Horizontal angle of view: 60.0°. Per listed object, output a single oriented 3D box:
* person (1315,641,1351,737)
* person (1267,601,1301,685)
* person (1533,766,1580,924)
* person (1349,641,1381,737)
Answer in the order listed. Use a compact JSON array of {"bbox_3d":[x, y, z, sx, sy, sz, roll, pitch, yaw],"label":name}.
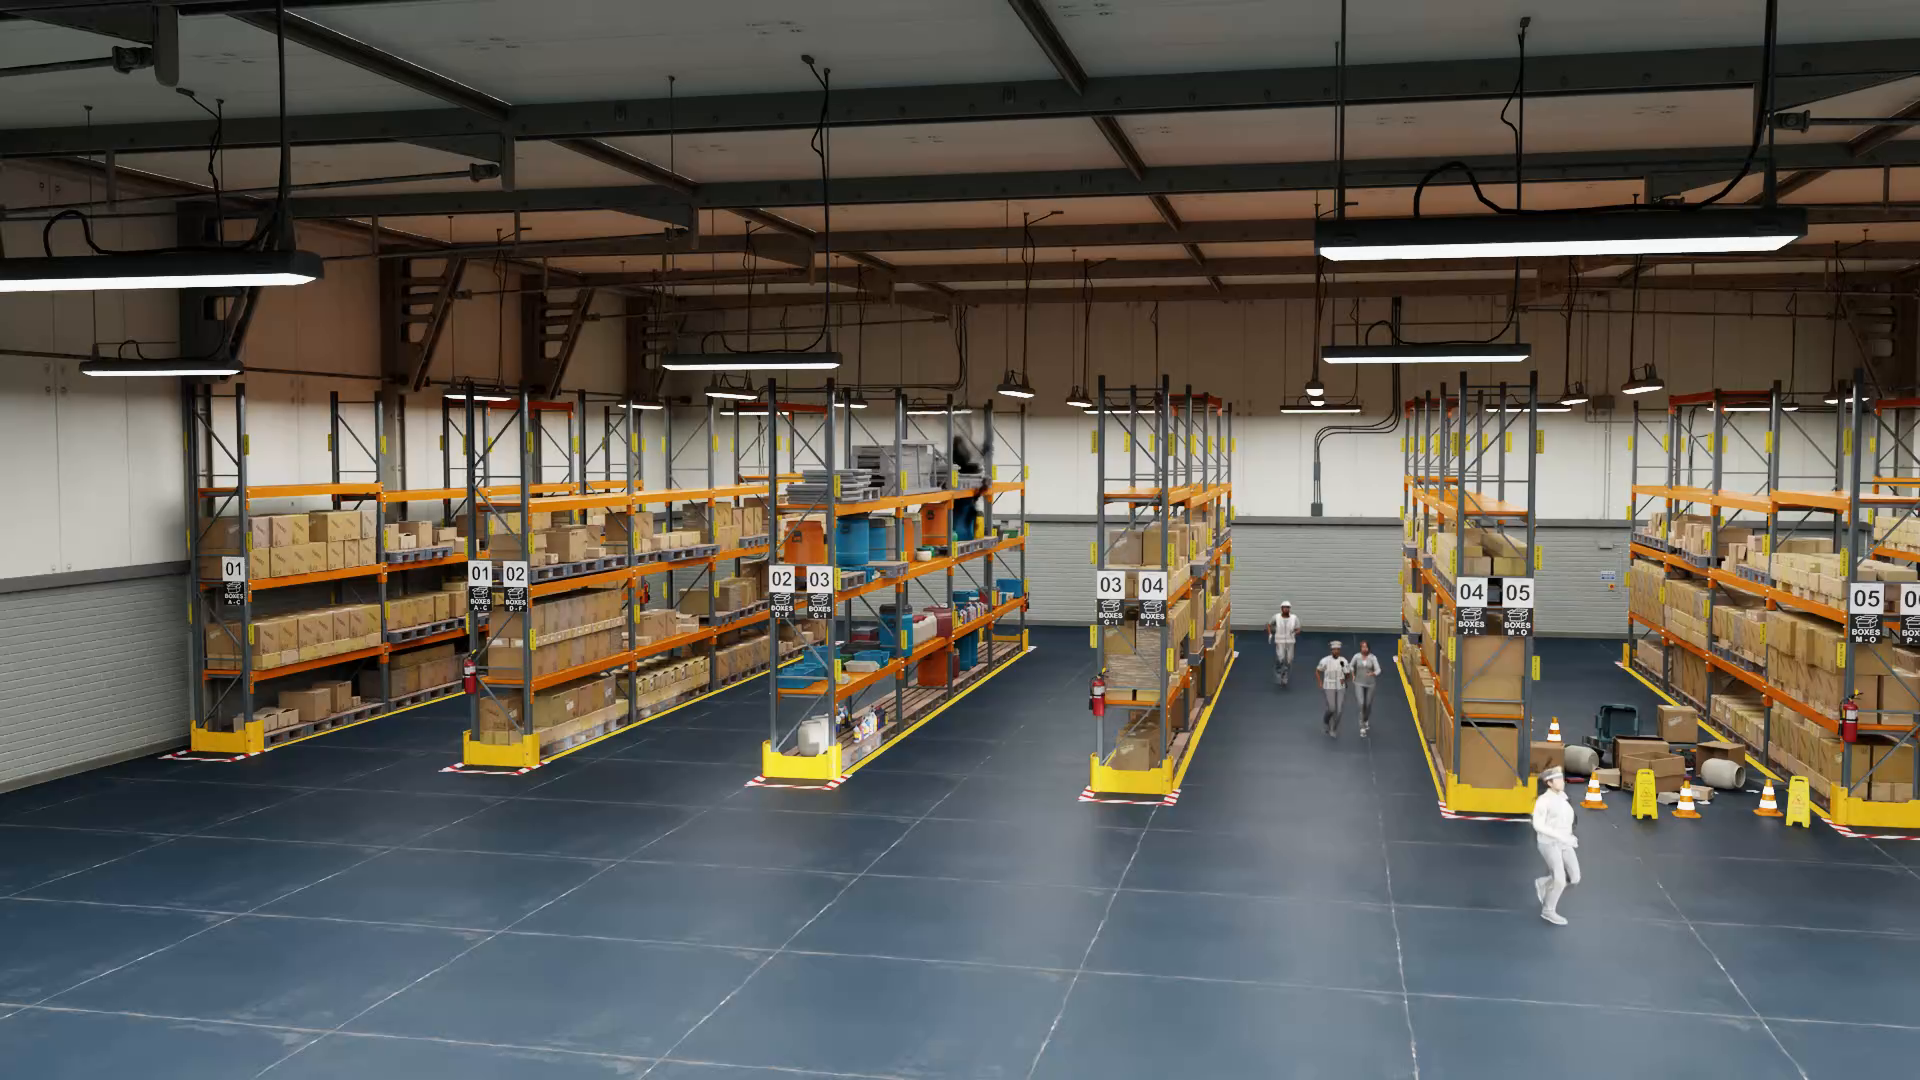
[{"bbox_3d":[6.384,2.548,28.334,0.560,1.654,0.569,0,3,-1],"label":"person"},{"bbox_3d":[6.728,2.138,34.435,0.662,1.744,0.657,0,3,2],"label":"person"},{"bbox_3d":[6.245,3.186,17.448,0.614,1.658,0.550,-2,4,-37],"label":"person"},{"bbox_3d":[6.991,2.538,28.740,0.534,1.610,0.766,1,3,10],"label":"person"}]
